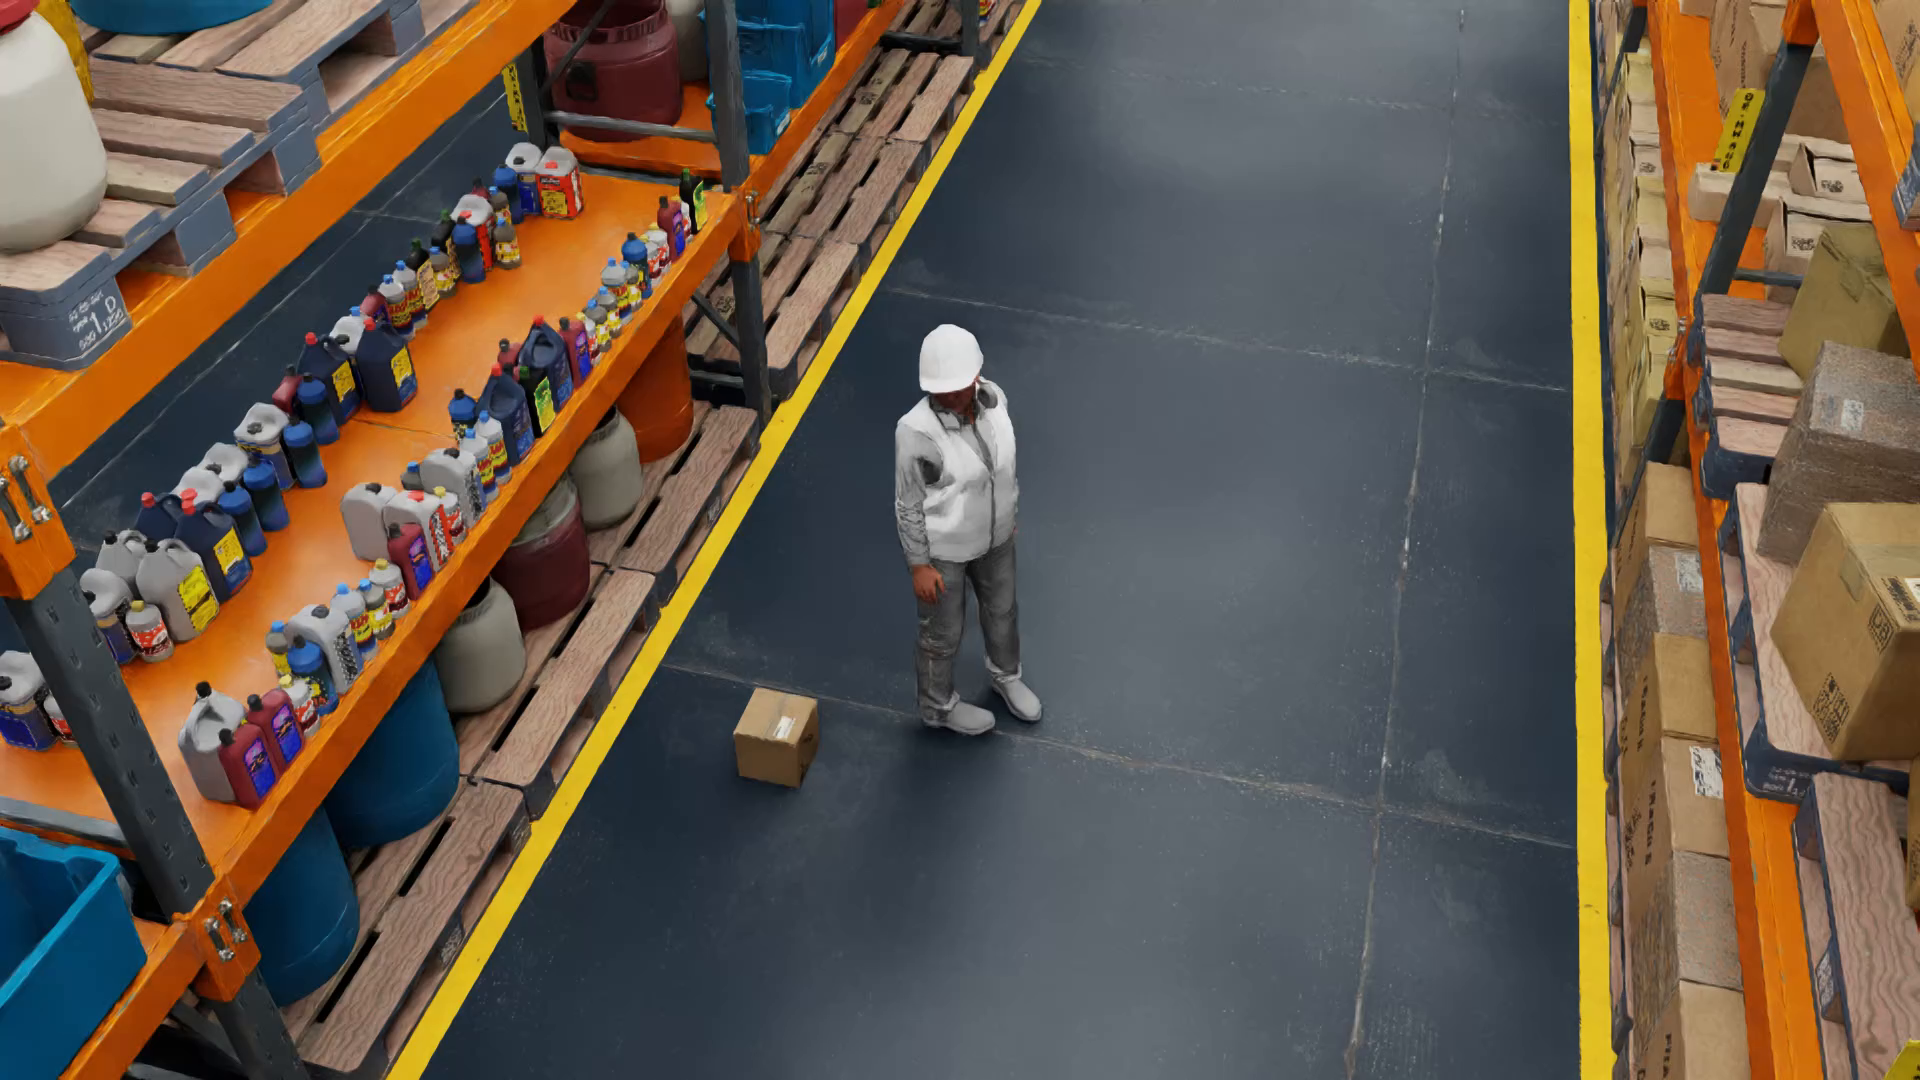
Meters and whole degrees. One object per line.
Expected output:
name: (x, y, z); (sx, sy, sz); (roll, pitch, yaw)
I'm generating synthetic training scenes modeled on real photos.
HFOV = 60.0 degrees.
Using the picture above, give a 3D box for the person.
person: (0.042, 0.002, 6.114); (0.570, 1.776, 0.491); (-30, 49, -30)
